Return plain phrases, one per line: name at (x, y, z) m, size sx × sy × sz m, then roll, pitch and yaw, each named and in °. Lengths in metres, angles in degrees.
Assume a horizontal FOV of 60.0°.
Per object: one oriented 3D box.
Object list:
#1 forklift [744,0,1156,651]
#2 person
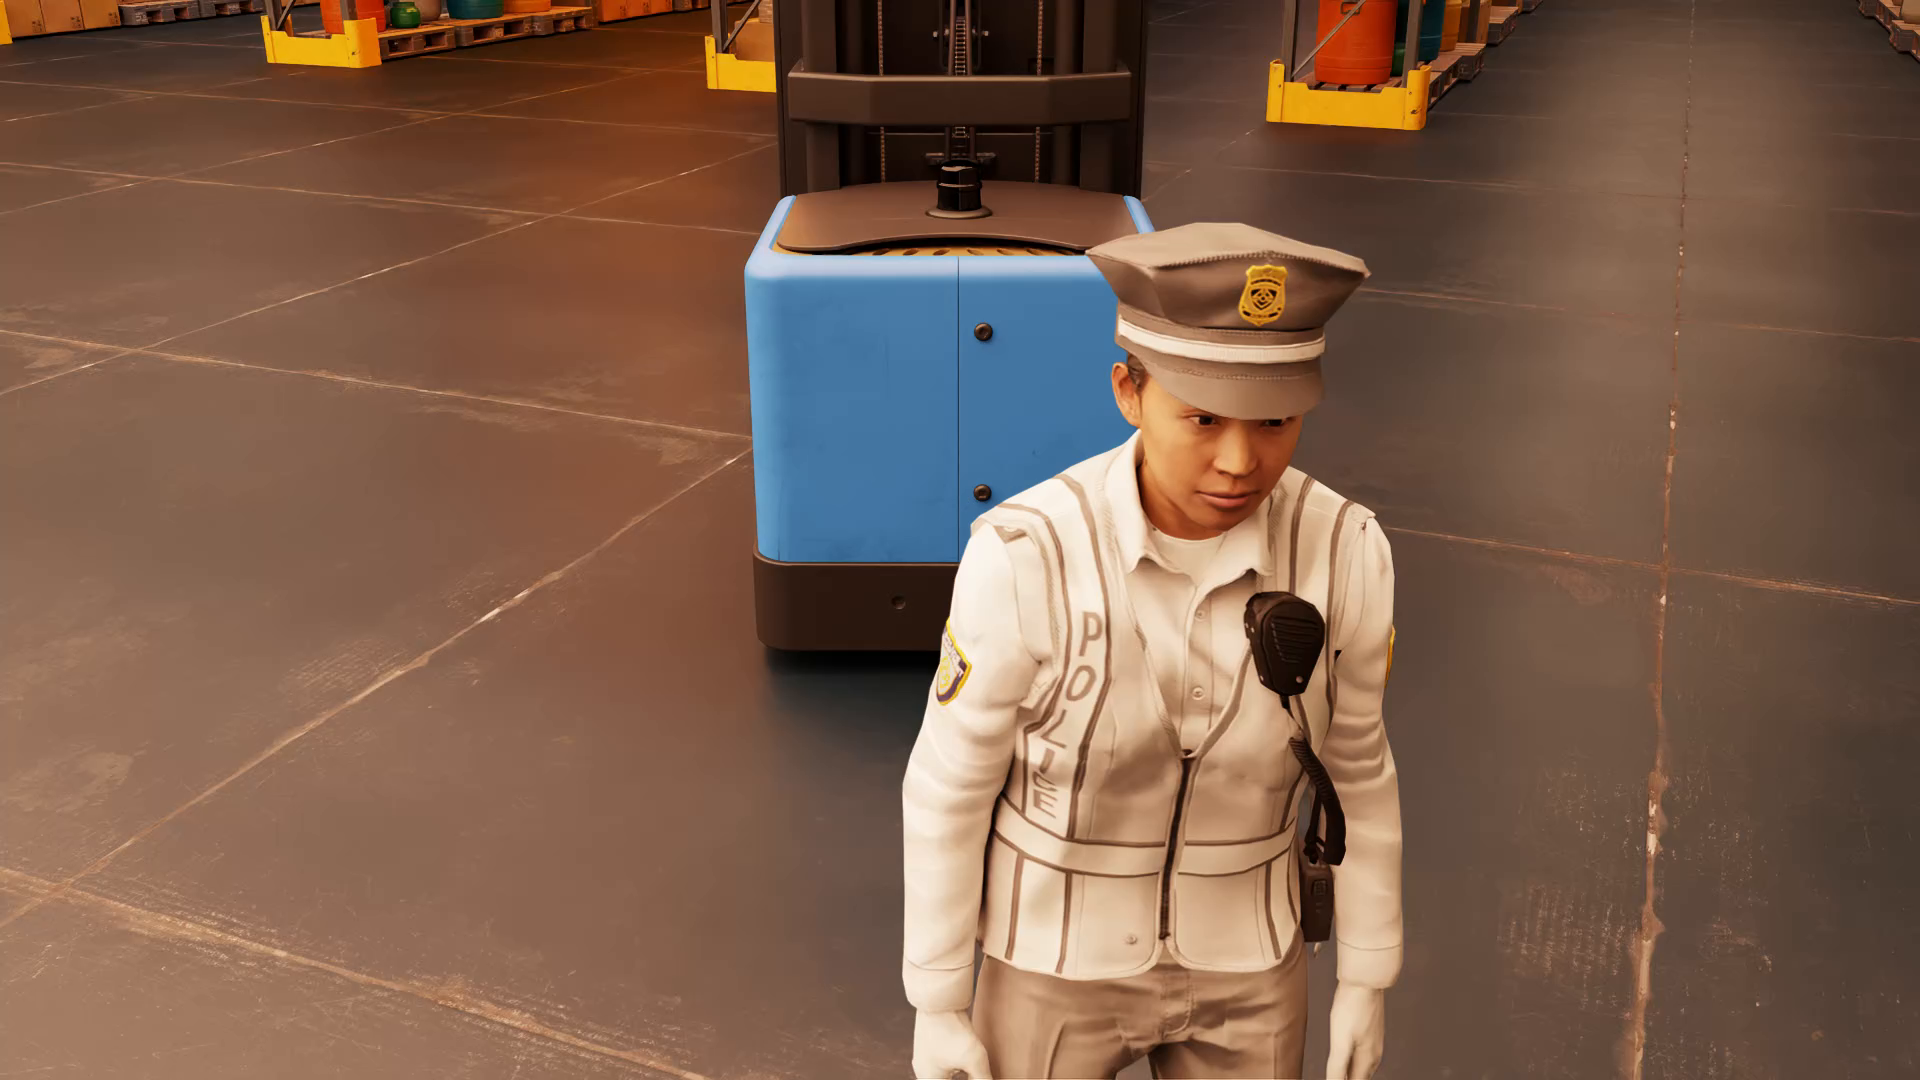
forklift at (0.002, -1.587, 5.089) m, size 1.130 × 2.935 × 3.031 m, roll 0°, pitch 23°, yaw 0°
person at (0.203, 0.478, 1.792) m, size 0.547 × 1.667 × 0.369 m, roll -2°, pitch 23°, yaw -4°
